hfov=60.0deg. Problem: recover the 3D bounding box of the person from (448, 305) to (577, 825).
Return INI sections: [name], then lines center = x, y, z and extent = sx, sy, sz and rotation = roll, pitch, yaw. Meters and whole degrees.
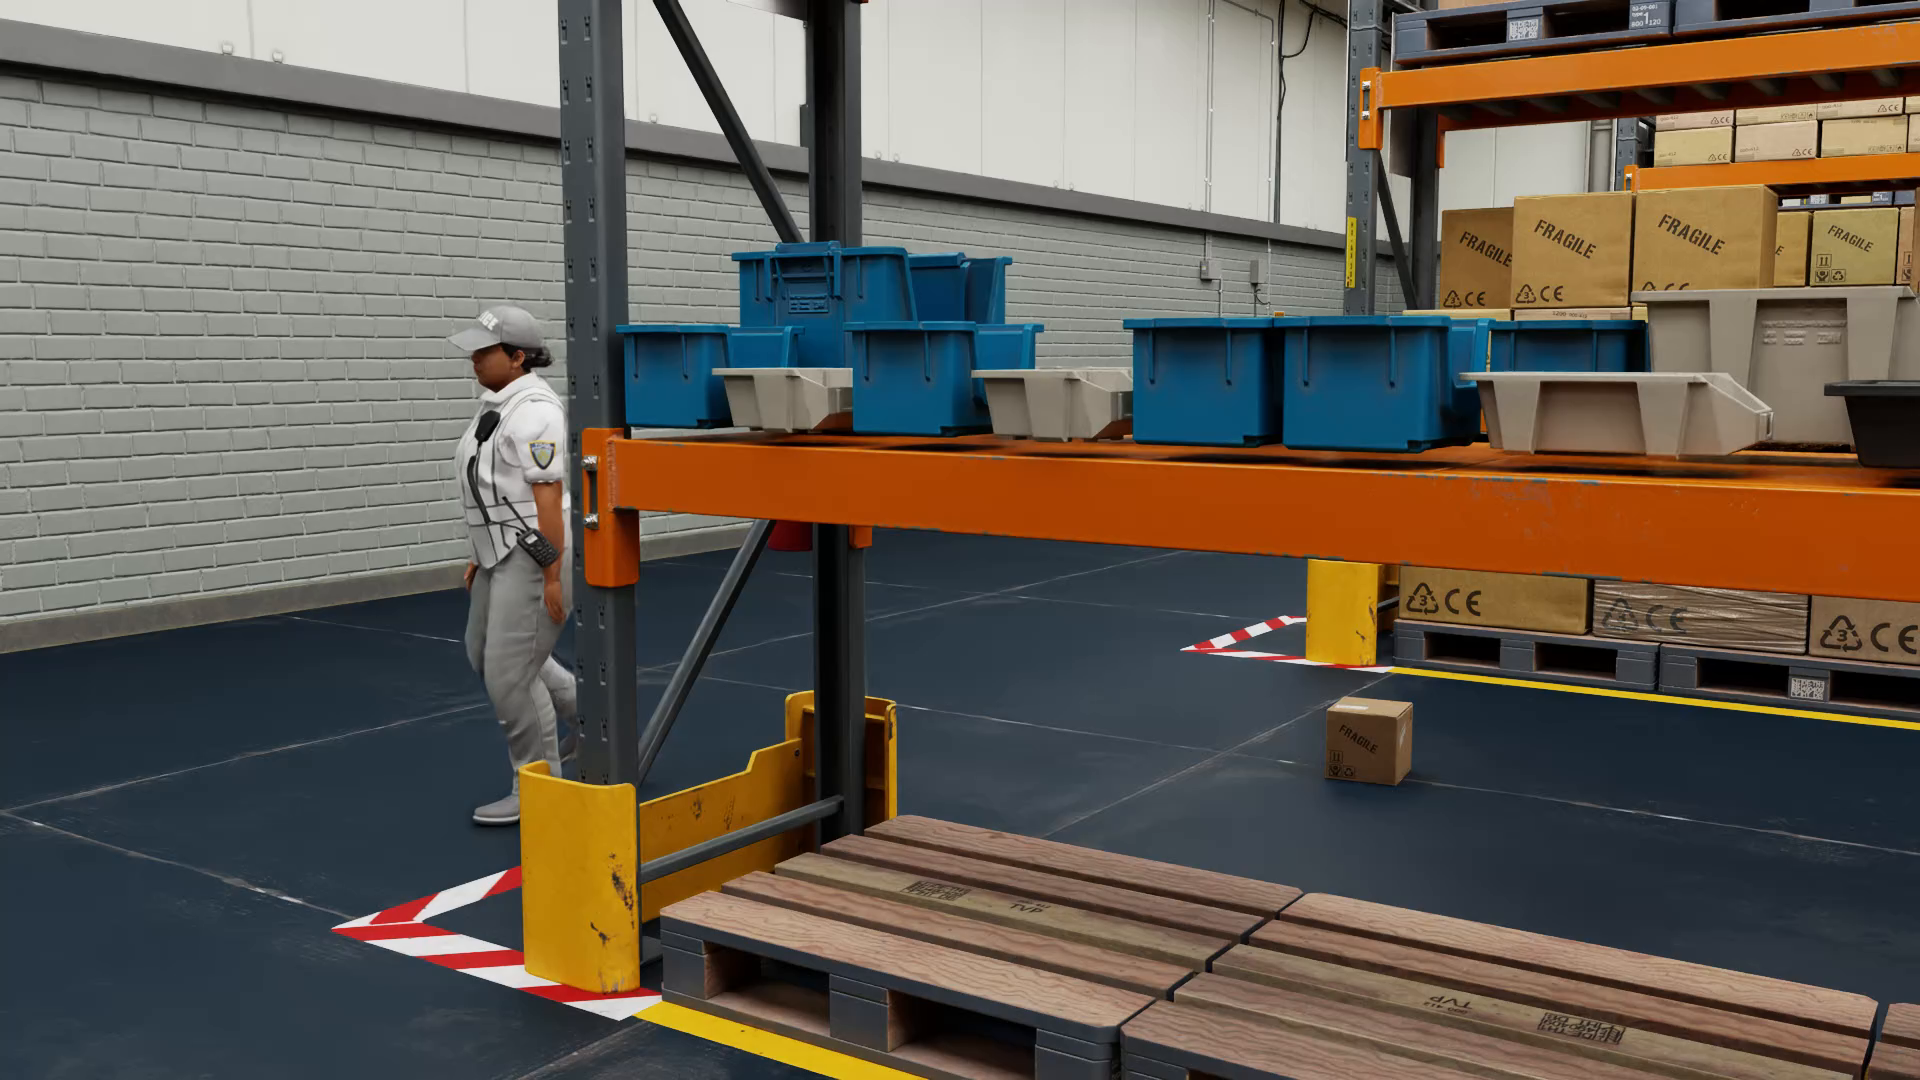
[person]
center = -1.361, 0.067, 5.420
extent = 0.606, 1.640, 0.635
rotation = -4, 7, -29
